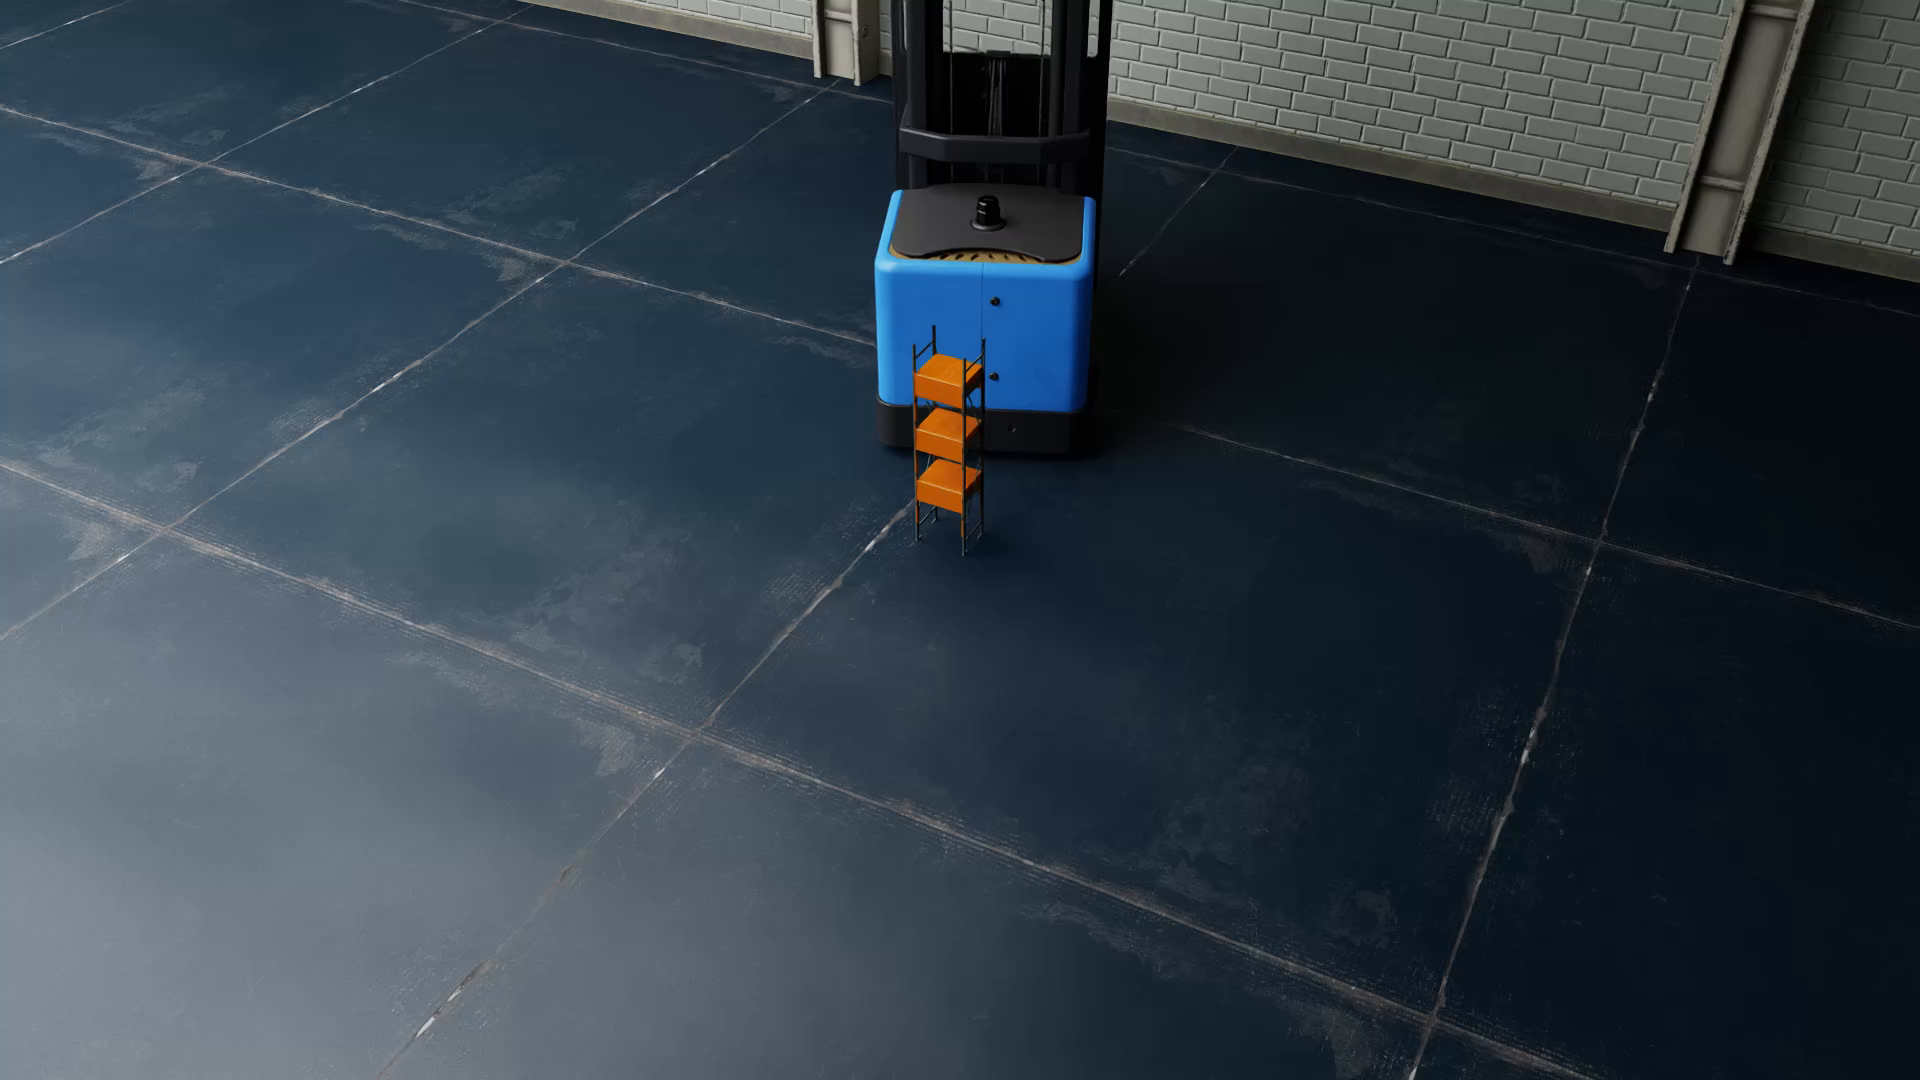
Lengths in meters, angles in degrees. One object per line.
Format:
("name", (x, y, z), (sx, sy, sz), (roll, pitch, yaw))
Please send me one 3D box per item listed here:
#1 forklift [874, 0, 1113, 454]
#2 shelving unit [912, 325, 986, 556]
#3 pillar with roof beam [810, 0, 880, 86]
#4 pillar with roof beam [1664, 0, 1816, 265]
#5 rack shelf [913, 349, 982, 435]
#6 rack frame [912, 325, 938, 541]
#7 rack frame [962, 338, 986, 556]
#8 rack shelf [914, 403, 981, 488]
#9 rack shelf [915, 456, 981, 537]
("forklift", (0.223, -2.464, 8.572), (1.130, 2.935, 3.031), (3, 37, 4))
("shelving unit", (-0.048, -0.433, 7.452), (0.252, 1.050, 0.215), (17, 41, 21))
("pillar with roof beam", (-2.809, -4.715, 6.518), (0.400, 9.000, 9.100), (17, 41, 21))
("pillar with roof beam", (2.519, -3.046, 4.321), (0.400, 9.000, 9.100), (17, 41, 21))
("rack shelf", (-0.047, -0.651, 7.287), (0.240, 0.259, 0.215), (17, 41, 21))
("rack frame", (-0.156, -0.467, 7.497), (0.008, 1.050, 0.200), (17, 41, 21))
("rack frame", (0.061, -0.399, 7.407), (0.008, 1.050, 0.200), (17, 41, 21))
("rack shelf", (-0.047, -0.425, 7.459), (0.240, 0.259, 0.215), (17, 41, 21))
("rack shelf", (-0.048, -0.203, 7.627), (0.240, 0.259, 0.215), (17, 41, 21))
